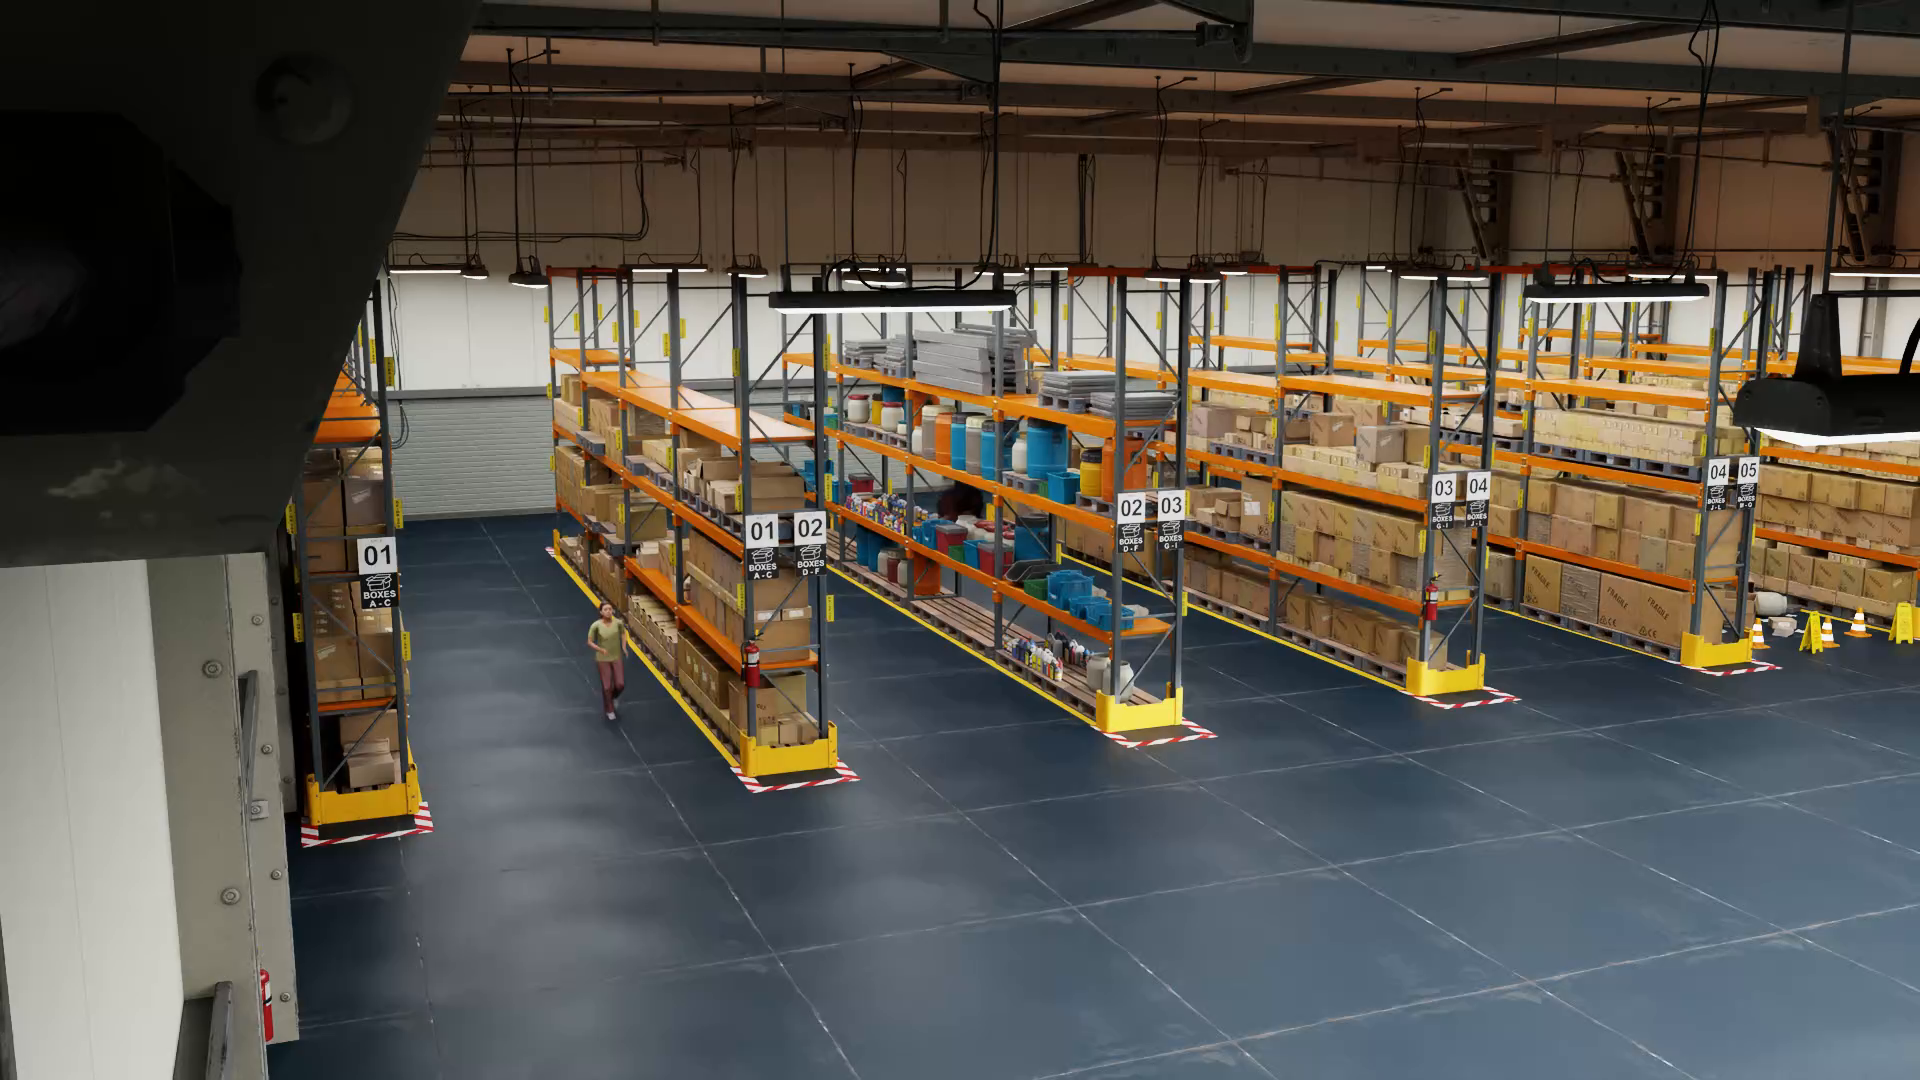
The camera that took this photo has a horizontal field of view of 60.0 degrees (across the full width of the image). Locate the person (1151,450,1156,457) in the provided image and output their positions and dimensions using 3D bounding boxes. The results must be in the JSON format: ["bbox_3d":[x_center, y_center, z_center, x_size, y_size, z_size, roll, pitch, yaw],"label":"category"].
[{"bbox_3d":[4.728,-1.609,41.330,0.746,1.600,0.748,-3,10,-17],"label":"person"}]

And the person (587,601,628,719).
[{"bbox_3d":[-4.772,1.637,22.613,0.556,1.622,0.542,-5,11,-25],"label":"person"}]
